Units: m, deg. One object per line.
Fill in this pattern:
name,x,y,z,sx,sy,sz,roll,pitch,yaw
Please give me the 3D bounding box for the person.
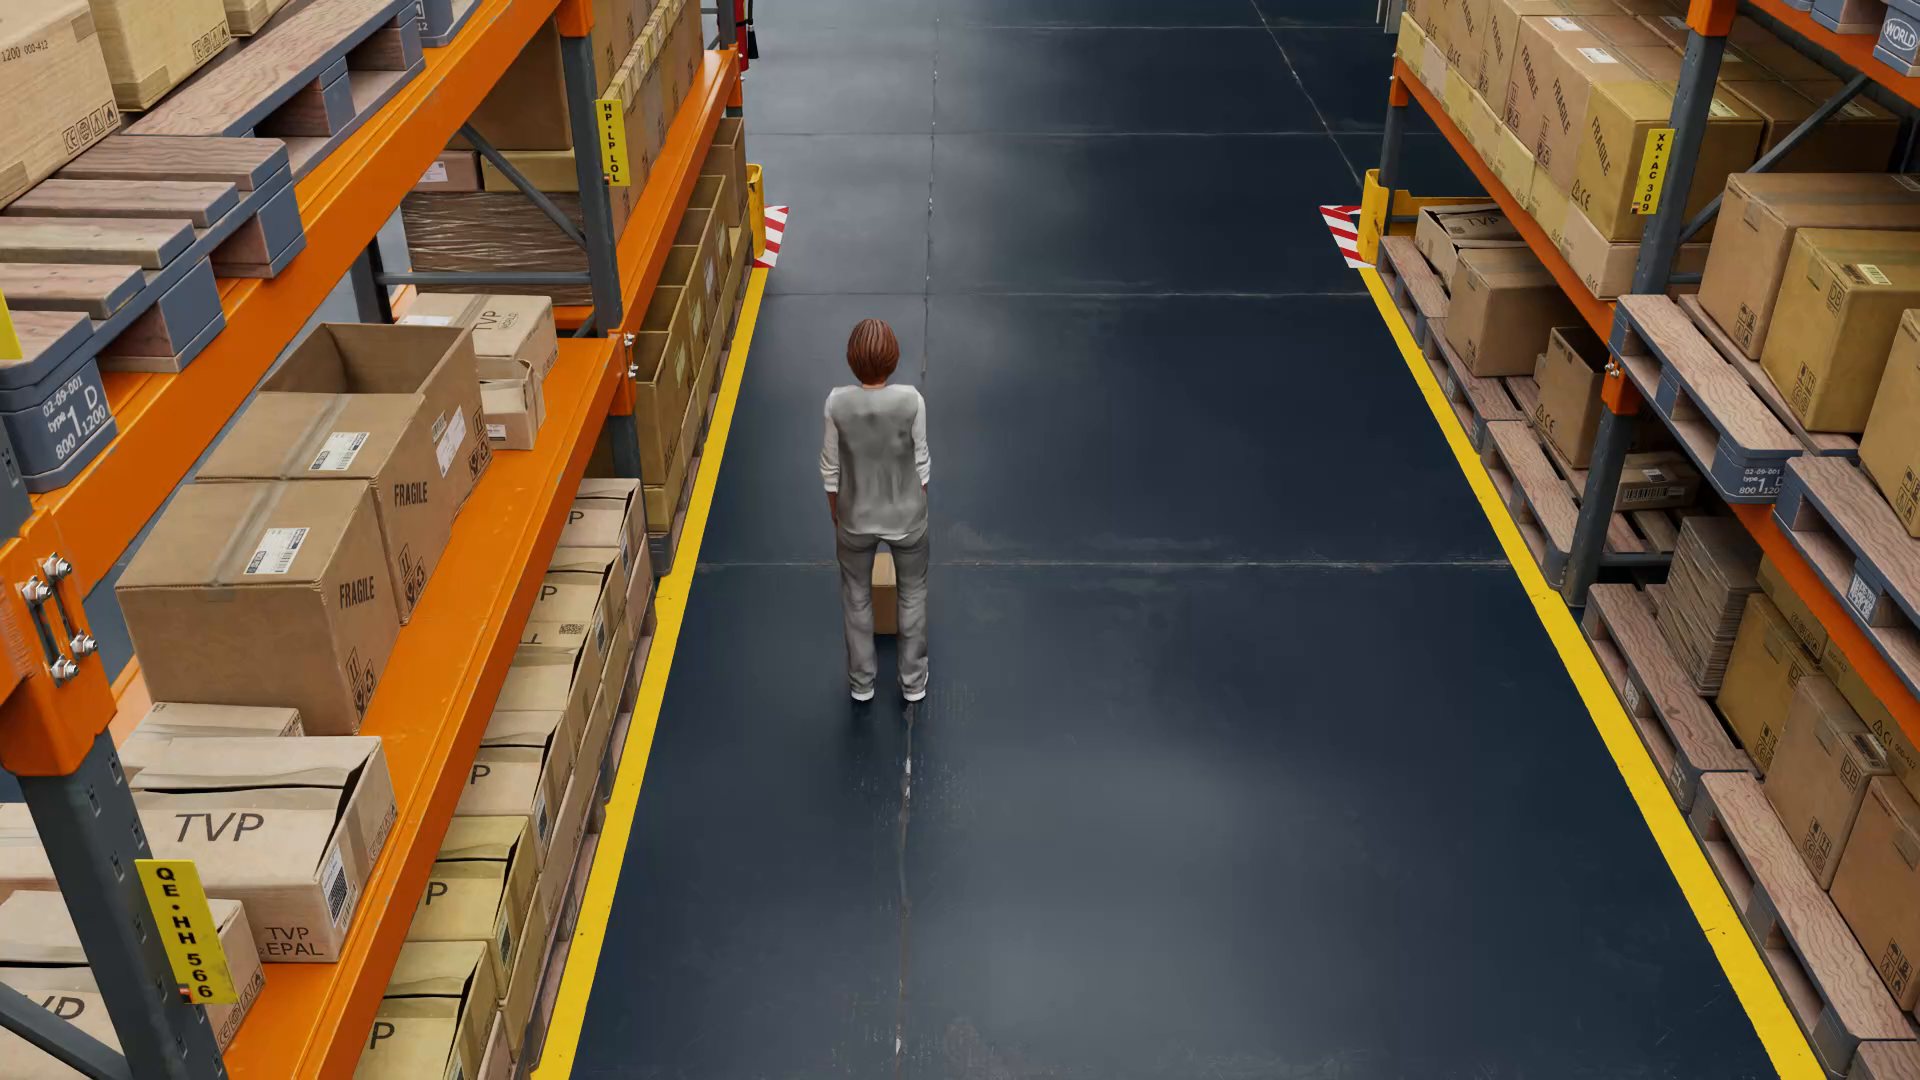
person,-0.316,-0.080,6.290,0.412,1.587,0.316,0,32,0
